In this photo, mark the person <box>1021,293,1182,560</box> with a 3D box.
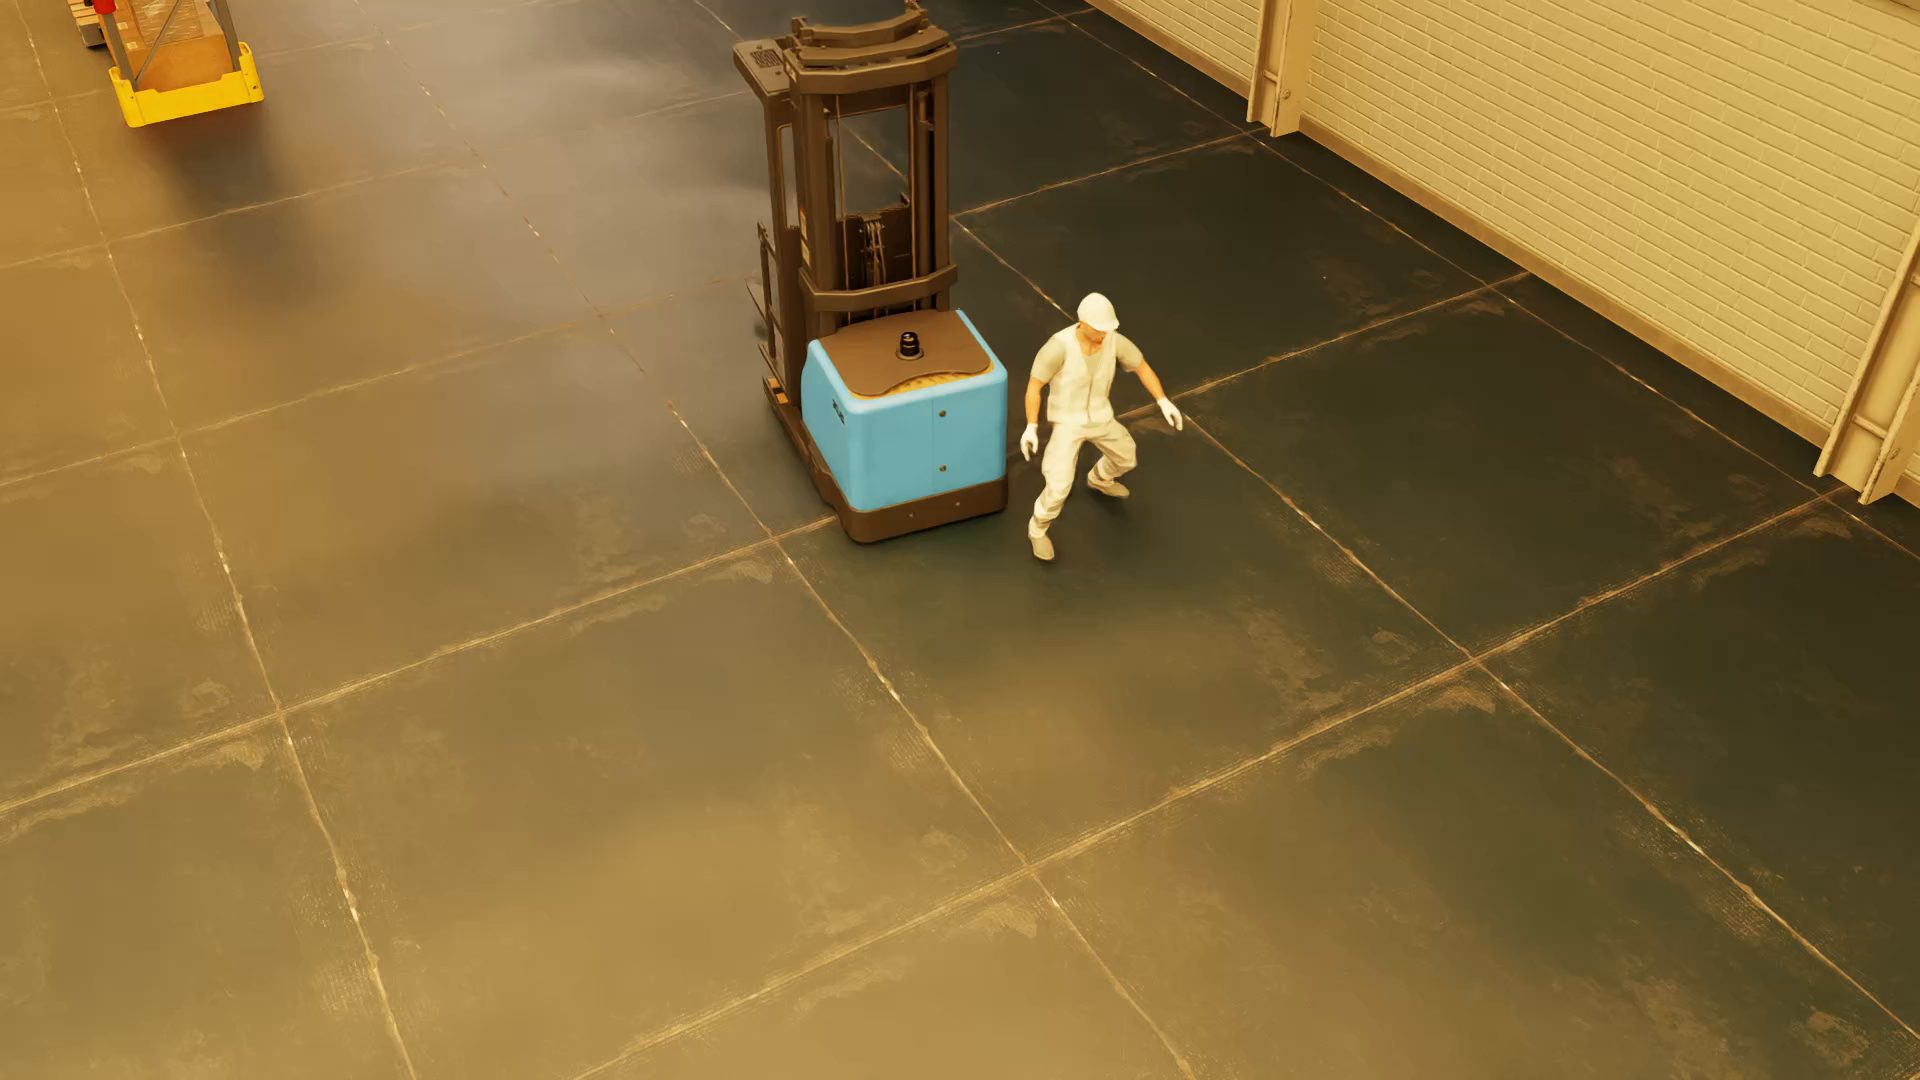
[{"bbox_3d":[0.797,-0.743,9.967,0.974,1.646,0.729,-13,41,-15],"label":"person"}]

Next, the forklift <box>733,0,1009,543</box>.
[{"bbox_3d":[-0.711,-2.057,10.516,1.130,2.935,3.031,-14,42,-16],"label":"forklift"}]
